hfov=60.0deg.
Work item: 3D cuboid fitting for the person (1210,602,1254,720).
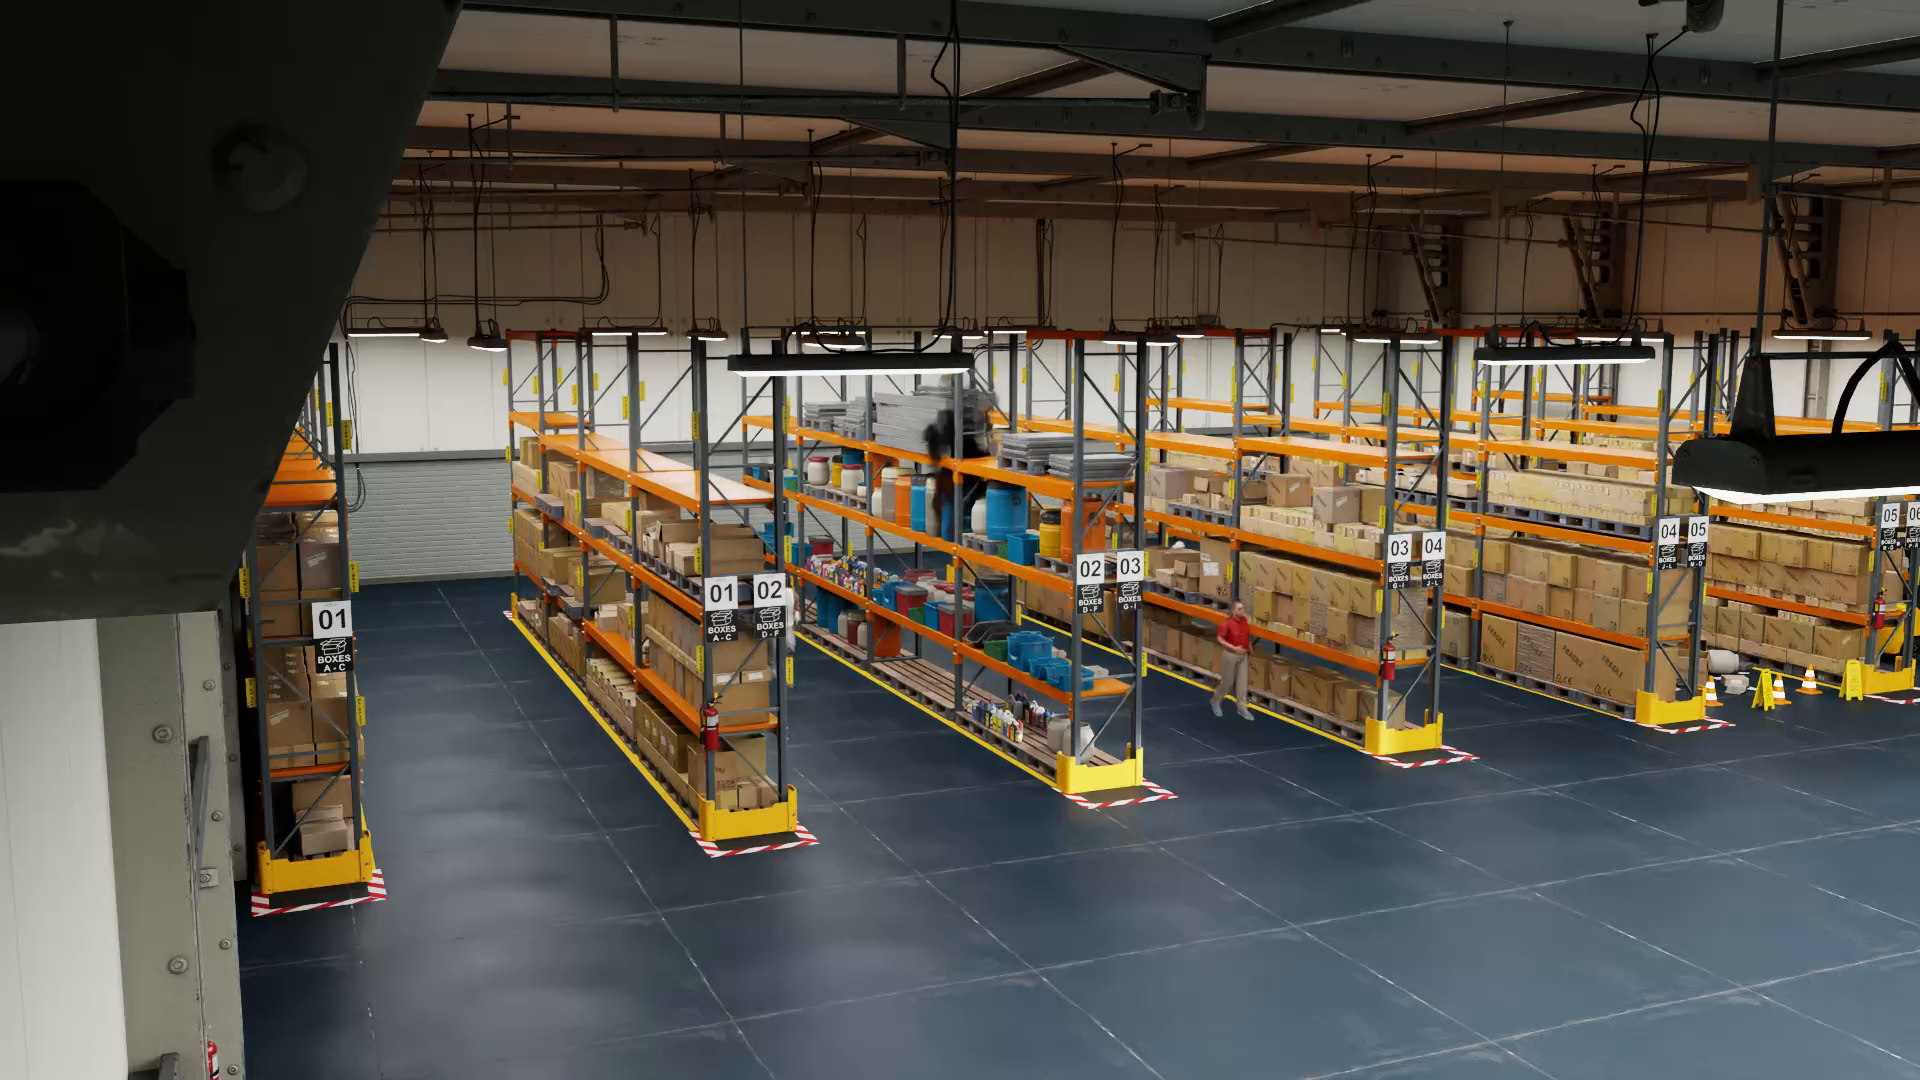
[{"bbox_3d":[4.142,1.805,25.062,0.688,1.782,0.793,-5,9,-34],"label":"person"}]

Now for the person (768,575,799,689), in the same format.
[{"bbox_3d":[-2.911,1.490,27.339,0.702,1.909,0.727,-4,9,-28],"label":"person"}]

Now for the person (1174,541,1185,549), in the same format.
[{"bbox_3d":[4.382,0.917,33.441,0.621,1.801,0.811,-4,9,-26],"label":"person"}]
